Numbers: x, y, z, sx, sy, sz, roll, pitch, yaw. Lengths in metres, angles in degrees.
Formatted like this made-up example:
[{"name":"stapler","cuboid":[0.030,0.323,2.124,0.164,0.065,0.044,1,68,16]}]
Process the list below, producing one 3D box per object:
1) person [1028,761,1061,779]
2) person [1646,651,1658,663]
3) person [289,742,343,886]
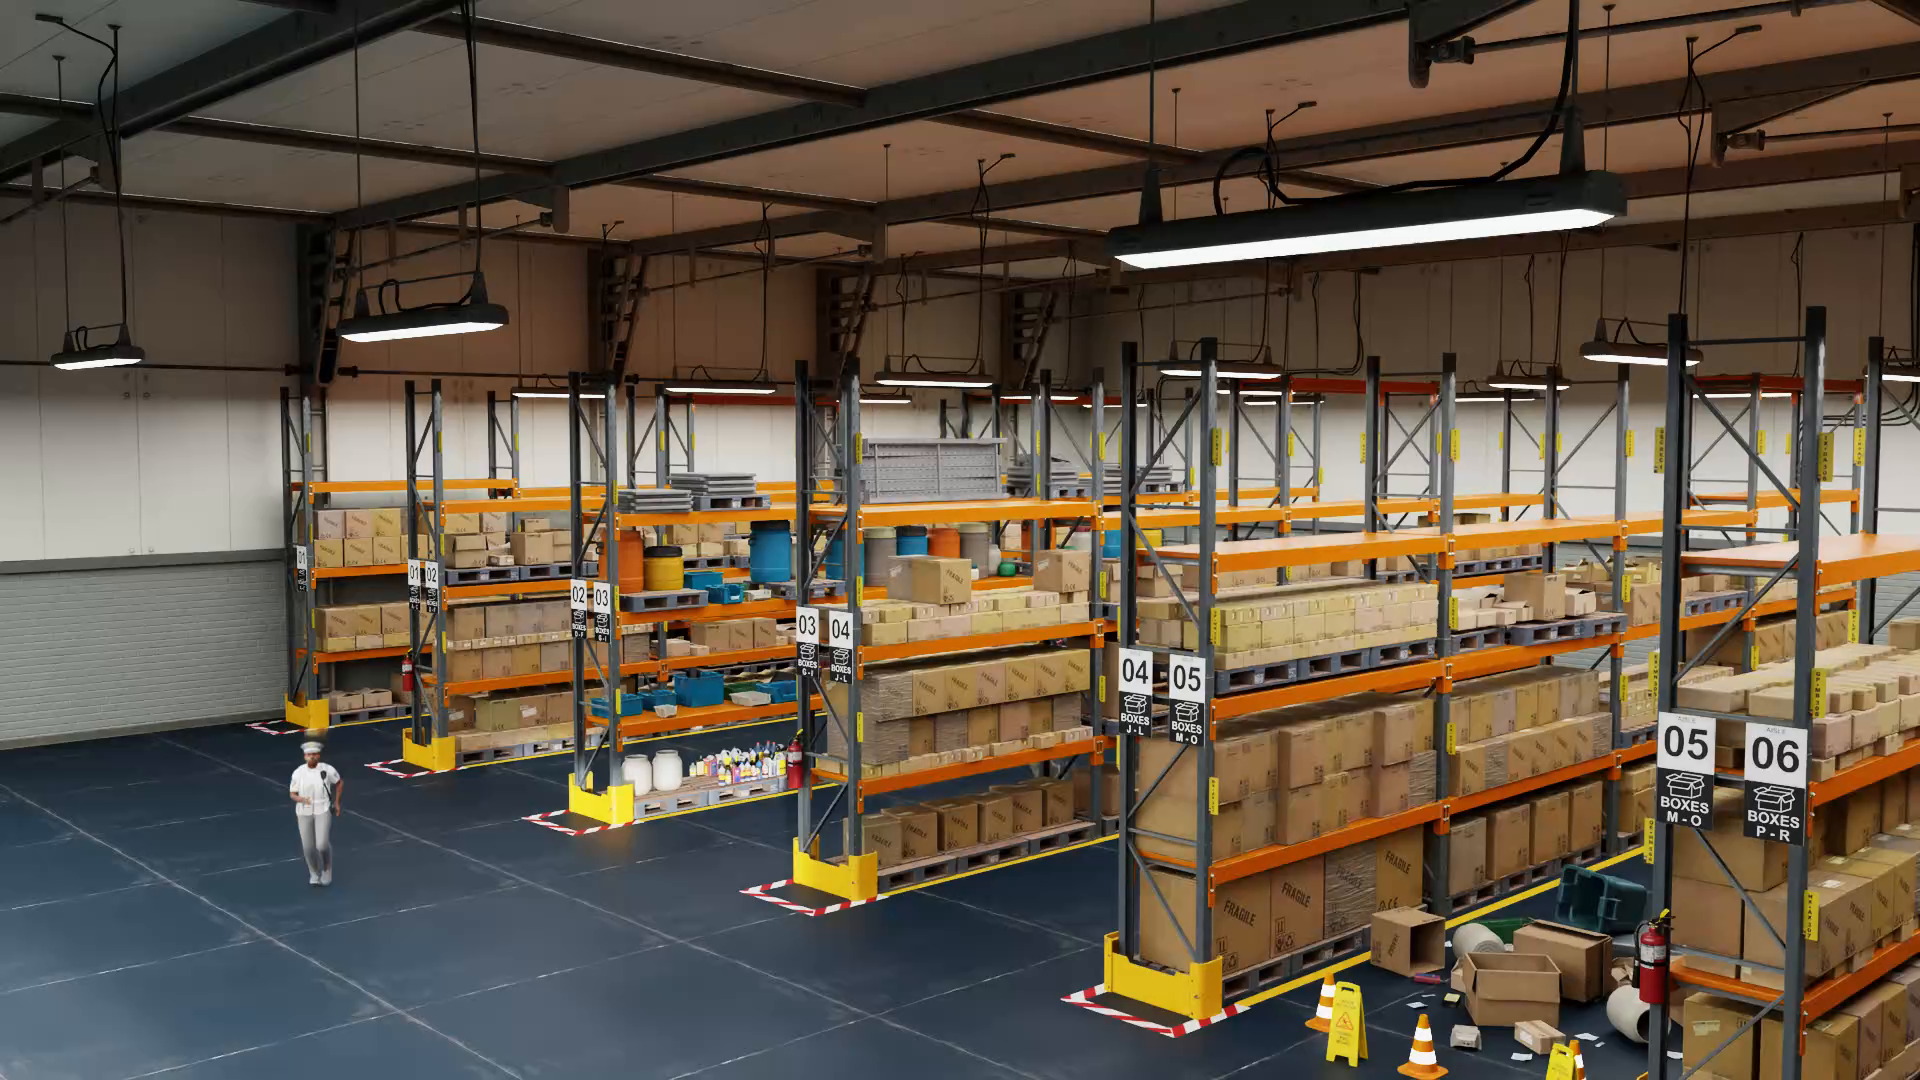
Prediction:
[{"name":"person","cuboid":[1.185,2.824,23.959,0.596,1.630,0.588,4,5,44]},{"name":"person","cuboid":[11.036,2.614,26.236,0.783,1.748,0.715,-3,5,-37]},{"name":"person","cuboid":[-7.323,3.114,18.863,0.519,1.665,0.649,-1,4,-14]}]
